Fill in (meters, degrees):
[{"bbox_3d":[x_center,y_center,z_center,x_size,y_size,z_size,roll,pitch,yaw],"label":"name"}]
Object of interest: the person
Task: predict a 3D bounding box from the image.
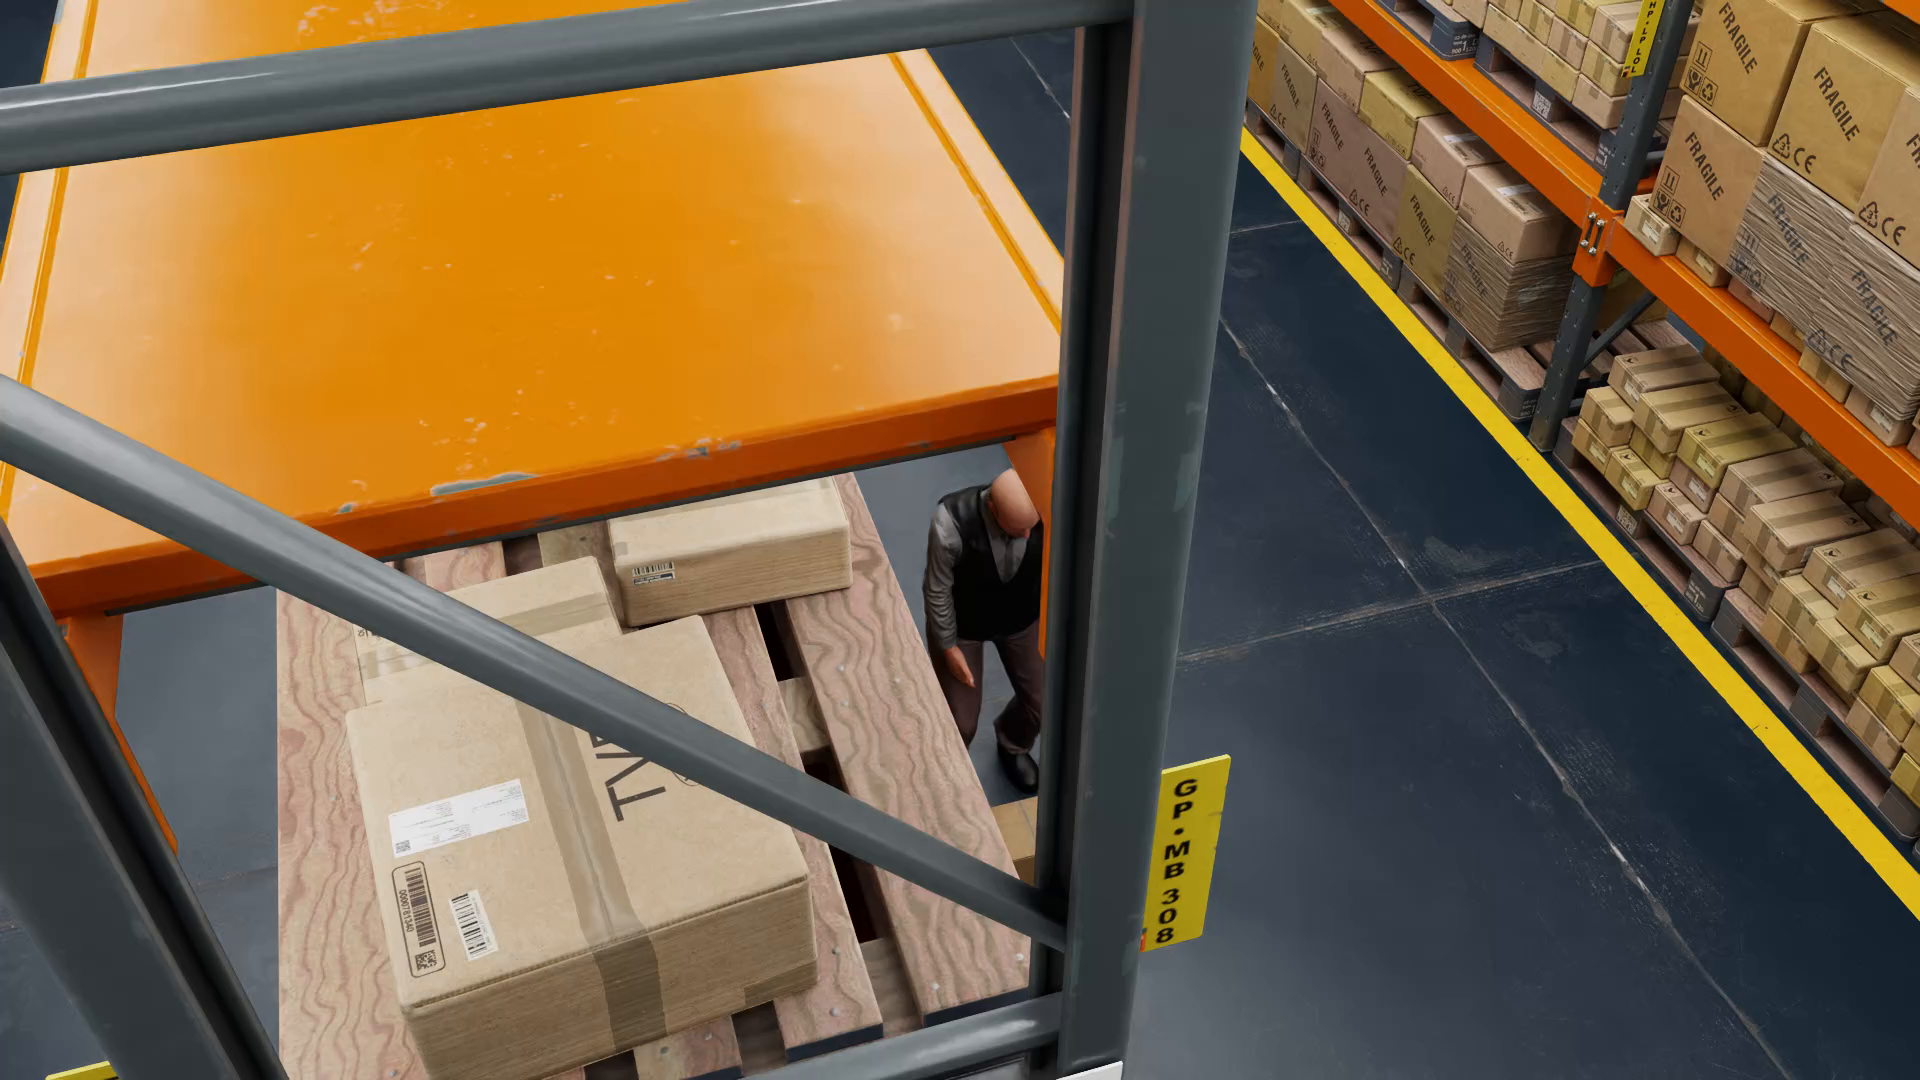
[{"bbox_3d":[0.138,0.297,5.934,0.574,1.617,0.509,-11,43,-12],"label":"person"}]
